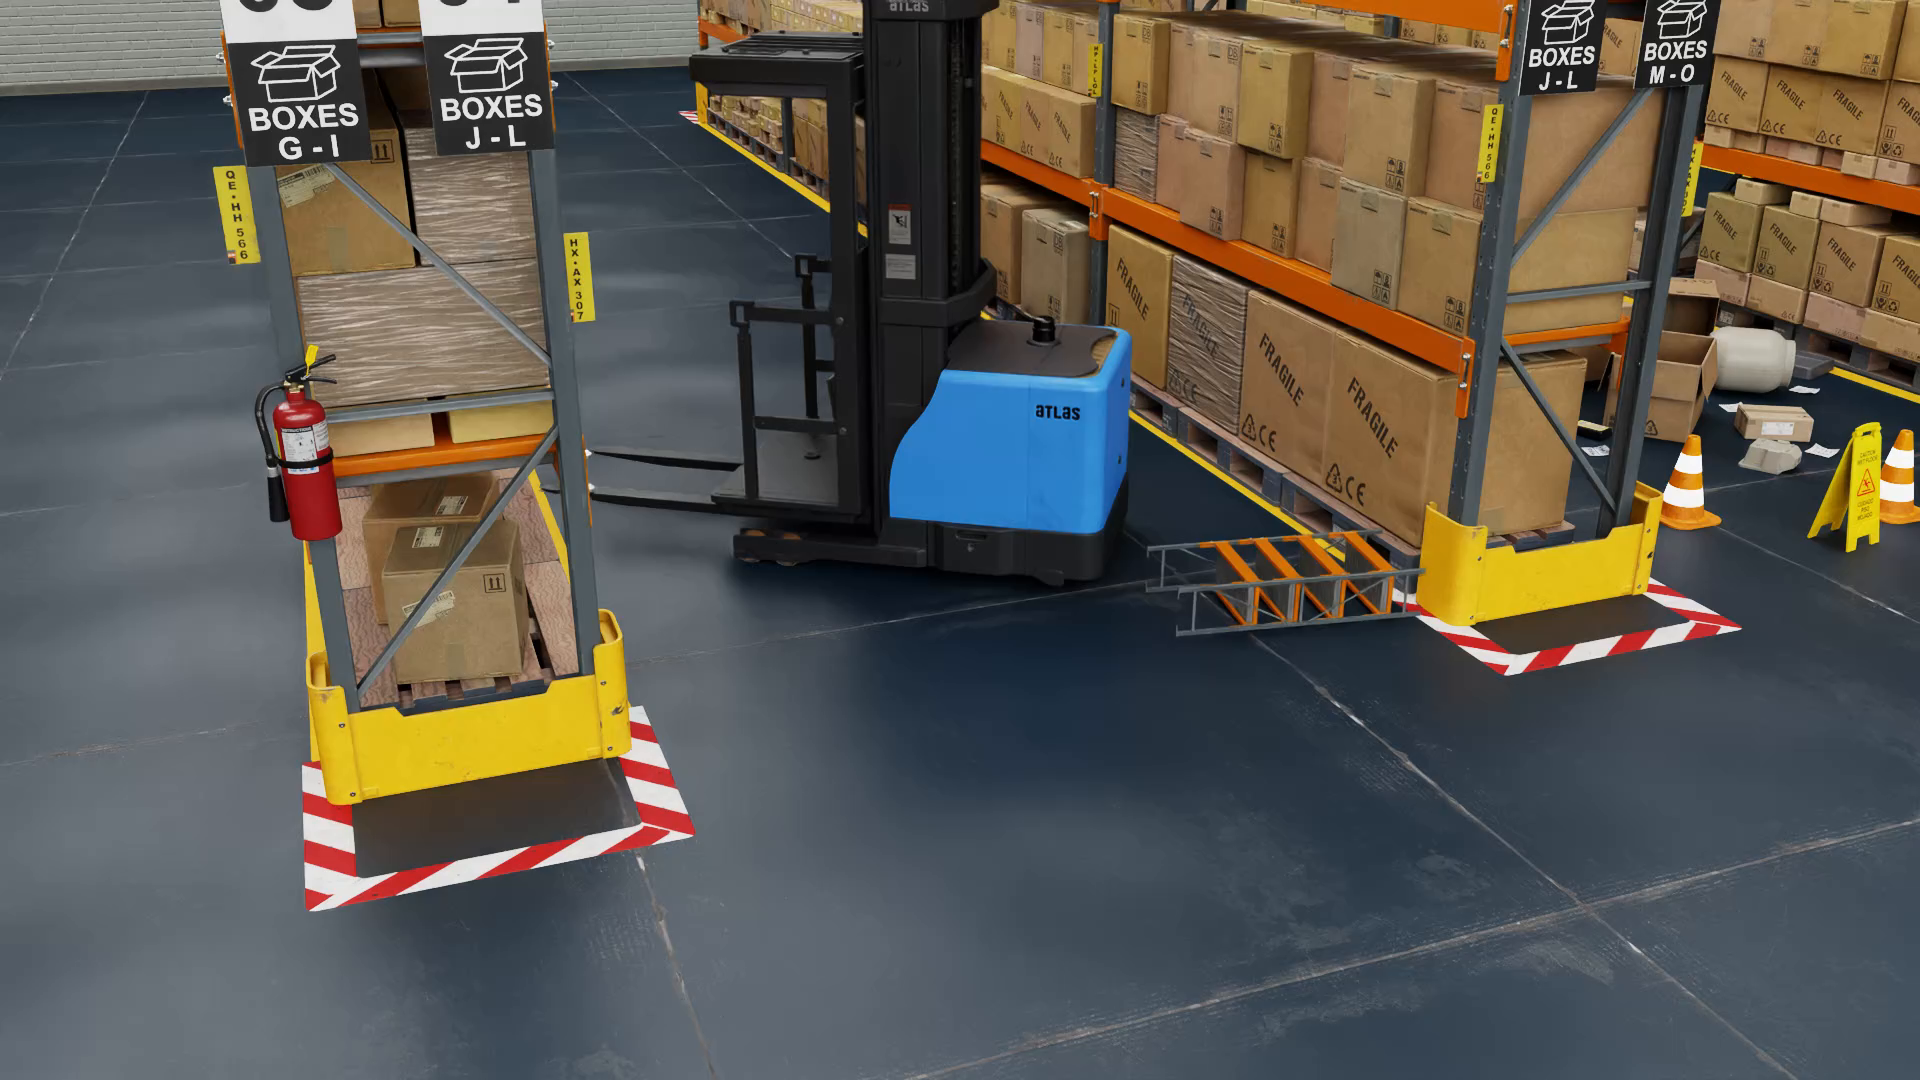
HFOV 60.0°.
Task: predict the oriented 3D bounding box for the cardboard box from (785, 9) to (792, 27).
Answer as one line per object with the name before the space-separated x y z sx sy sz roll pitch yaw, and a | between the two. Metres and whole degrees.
cardboard box | -1.564 -5.302 16.867 0.380 0.149 0.250 -8 24 -18

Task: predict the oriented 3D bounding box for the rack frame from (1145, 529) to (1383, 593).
rack frame | 1.489 0.100 8.133 1.200 0.240 0.015 -4 23 -10

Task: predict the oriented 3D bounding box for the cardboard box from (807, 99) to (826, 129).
cardboard box | -1.253 -4.370 16.969 0.500 0.250 0.500 -8 24 -18

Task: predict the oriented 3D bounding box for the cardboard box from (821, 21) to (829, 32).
cardboard box | -1.103 -4.828 15.743 0.380 0.149 0.250 -8 24 -18

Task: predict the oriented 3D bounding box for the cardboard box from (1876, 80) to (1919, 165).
cardboard box | 6.420 -2.731 10.856 0.500 0.500 0.500 -8 24 -18

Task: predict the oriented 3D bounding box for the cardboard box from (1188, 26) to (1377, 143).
cardboard box | 1.832 -2.603 9.481 0.875 0.550 0.550 -8 24 -19

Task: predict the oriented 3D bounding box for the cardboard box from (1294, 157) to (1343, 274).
cardboard box | 2.313 -1.736 8.814 0.875 0.550 0.550 -8 24 -19

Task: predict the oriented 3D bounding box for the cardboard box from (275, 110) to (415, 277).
cardboard box | -2.320 -1.287 6.142 0.500 0.500 0.500 -8 24 -19

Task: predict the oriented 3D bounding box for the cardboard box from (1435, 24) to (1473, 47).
cardboard box | 4.684 -4.737 15.074 0.500 0.500 0.500 -7 24 -16

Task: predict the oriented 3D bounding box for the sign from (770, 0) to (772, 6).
sign | -1.963 -5.803 17.541 0.100 0.325 0.005 -8 24 -19

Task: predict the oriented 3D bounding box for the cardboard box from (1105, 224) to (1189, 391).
cardboard box | 1.525 -1.551 10.762 0.875 0.875 0.875 -8 24 -18

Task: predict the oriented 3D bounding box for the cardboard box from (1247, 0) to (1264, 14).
cardboard box | 3.393 -5.787 18.168 0.500 0.250 0.500 -8 24 -18

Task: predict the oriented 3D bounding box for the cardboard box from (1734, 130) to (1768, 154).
cardboard box | 5.913 -2.931 12.166 0.380 0.149 0.250 -8 24 -17

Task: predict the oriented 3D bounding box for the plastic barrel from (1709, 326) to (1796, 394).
plastic barrel | 5.231 -1.192 11.034 0.512 0.421 0.421 8 24 18

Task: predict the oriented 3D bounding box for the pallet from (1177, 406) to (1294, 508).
pallet | 1.999 -0.558 9.803 1.003 0.211 1.213 -8 24 -19

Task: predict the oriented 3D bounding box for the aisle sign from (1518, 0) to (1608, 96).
aisle sign | 2.526 -2.252 6.884 0.394 0.787 0.004 -8 24 -19

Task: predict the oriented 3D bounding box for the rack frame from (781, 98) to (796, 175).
rack frame | -1.458 -5.481 17.892 1.000 3.000 0.127 -8 24 -19

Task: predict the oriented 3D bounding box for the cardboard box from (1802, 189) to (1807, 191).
cardboard box | 6.424 -2.384 12.578 0.500 0.500 0.500 -9 24 -20

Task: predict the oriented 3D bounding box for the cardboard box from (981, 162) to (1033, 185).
cardboard box | 0.398 -2.634 13.493 1.050 0.750 0.750 -8 24 -18

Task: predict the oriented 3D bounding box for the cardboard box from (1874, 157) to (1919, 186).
cardboard box | 6.333 -2.462 11.053 0.380 0.149 0.250 -8 24 -19

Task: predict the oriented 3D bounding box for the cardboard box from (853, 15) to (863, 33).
cardboard box | -0.733 -4.586 14.786 0.380 0.149 0.250 -9 24 -20

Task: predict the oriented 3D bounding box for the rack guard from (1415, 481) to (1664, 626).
rack guard | 2.790 0.040 8.012 1.175 0.500 0.348 -8 24 -19

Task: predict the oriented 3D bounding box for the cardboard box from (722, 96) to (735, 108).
cardboard box | -2.723 -5.434 20.527 0.380 0.149 0.250 -8 24 -17

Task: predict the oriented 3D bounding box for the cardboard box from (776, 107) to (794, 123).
cardboard box | -1.827 -4.729 18.471 0.380 0.149 0.250 -8 24 -17

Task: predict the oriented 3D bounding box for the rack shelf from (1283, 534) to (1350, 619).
rack shelf | 1.687 0.182 7.938 0.148 0.258 0.480 -4 23 -10

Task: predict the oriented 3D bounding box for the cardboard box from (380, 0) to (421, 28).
cardboard box | -1.823 -2.001 5.966 0.500 0.250 0.500 -8 24 -17

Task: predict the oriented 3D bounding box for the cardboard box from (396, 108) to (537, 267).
cardboard box | -1.834 -1.358 6.311 0.500 0.500 0.500 -8 24 -19

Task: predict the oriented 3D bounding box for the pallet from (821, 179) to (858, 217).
pallet | -0.746 -3.469 16.710 1.003 0.211 1.213 -8 24 -19

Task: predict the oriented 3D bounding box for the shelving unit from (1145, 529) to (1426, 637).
shelving unit | 1.533 0.194 7.912 1.200 0.258 0.503 -4 23 -10

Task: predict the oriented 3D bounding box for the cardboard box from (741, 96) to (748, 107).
cardboard box | -2.356 -5.192 19.571 0.380 0.149 0.250 -9 25 -21

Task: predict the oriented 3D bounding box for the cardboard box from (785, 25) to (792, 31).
cardboard box | -1.561 -5.161 16.916 0.380 0.149 0.250 -8 24 -19

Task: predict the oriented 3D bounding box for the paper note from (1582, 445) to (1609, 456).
paper note | 3.831 -0.540 9.993 0.144 0.017 0.142 0 23 -1

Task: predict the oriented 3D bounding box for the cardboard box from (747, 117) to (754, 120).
cardboard box | -2.310 -4.937 19.731 0.380 0.149 0.250 -8 24 -18

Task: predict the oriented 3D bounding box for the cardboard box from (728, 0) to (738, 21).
cardboard box | -2.411 -6.362 19.470 0.500 0.500 0.500 -9 24 -20

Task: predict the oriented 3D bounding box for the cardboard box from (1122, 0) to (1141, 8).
cardboard box | 2.356 -6.743 20.759 0.500 0.500 0.500 -9 24 -20

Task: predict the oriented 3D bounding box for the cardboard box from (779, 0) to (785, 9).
cardboard box | -1.644 -5.526 17.016 0.380 0.149 0.250 -8 24 -18

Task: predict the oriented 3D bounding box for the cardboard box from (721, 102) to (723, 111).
cardboard box | -2.816 -5.496 21.058 0.380 0.149 0.250 -8 24 -19

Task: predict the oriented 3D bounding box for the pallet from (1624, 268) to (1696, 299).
pallet | 5.687 -2.288 13.907 1.003 0.211 1.213 -8 24 -19

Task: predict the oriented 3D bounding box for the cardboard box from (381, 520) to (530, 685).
cardboard box | -2.099 0.252 6.968 0.500 0.500 0.500 -4 23 -9

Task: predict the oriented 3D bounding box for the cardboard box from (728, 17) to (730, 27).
cardboard box | -2.597 -6.287 20.128 0.380 0.149 0.250 -9 24 -20

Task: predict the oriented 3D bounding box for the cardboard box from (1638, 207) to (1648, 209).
cardboard box | 5.519 -2.724 14.193 0.950 0.372 0.625 -7 24 -16

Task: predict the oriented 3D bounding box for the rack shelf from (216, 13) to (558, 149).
rack shelf | -2.601 -2.255 7.301 1.077 0.370 4.000 -8 24 -19

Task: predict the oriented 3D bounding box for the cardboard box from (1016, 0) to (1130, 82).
cardboard box | 0.826 -3.631 12.087 0.700 0.500 0.500 -8 24 -19

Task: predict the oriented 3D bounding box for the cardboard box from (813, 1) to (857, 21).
cardboard box | -1.192 -5.060 15.909 0.380 0.149 0.250 -8 24 -17

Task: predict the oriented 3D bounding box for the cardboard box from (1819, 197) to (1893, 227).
cardboard box | 6.189 -2.272 11.478 0.380 0.149 0.250 -7 24 -16

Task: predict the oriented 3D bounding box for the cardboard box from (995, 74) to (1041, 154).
cardboard box | 0.577 -3.141 12.210 0.500 0.500 0.500 -8 24 -18

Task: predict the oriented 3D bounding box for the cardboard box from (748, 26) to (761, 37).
cardboard box | -2.201 -5.813 19.002 0.380 0.149 0.250 -9 25 -21

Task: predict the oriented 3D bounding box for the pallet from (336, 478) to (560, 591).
pallet | -2.602 0.038 8.389 1.003 0.211 1.213 -8 24 -19

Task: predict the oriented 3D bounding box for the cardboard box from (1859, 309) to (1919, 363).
cardboard box | 6.474 -1.399 11.206 0.500 0.250 0.500 -9 25 -21

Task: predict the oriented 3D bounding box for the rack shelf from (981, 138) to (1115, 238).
rack shelf | 0.662 -2.970 12.860 1.077 0.370 4.000 -8 24 -19

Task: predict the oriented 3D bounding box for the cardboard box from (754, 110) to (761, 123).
cardboard box | -2.190 -4.955 19.391 0.380 0.149 0.250 -8 24 -18

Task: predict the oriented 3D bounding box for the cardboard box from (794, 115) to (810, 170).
cardboard box | -1.445 -4.218 17.573 0.500 0.500 0.500 -7 24 -17

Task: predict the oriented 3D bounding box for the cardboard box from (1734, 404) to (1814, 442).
cardboard box | 5.024 -0.722 10.271 0.380 0.149 0.250 4 23 9

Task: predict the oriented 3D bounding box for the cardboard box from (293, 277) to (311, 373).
cardboard box | -2.352 -1.029 6.818 0.875 0.500 0.500 -8 24 -19

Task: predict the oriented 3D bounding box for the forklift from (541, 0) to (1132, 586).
forklift | -0.674 -1.409 8.320 3.031 2.935 1.130 5 23 12
